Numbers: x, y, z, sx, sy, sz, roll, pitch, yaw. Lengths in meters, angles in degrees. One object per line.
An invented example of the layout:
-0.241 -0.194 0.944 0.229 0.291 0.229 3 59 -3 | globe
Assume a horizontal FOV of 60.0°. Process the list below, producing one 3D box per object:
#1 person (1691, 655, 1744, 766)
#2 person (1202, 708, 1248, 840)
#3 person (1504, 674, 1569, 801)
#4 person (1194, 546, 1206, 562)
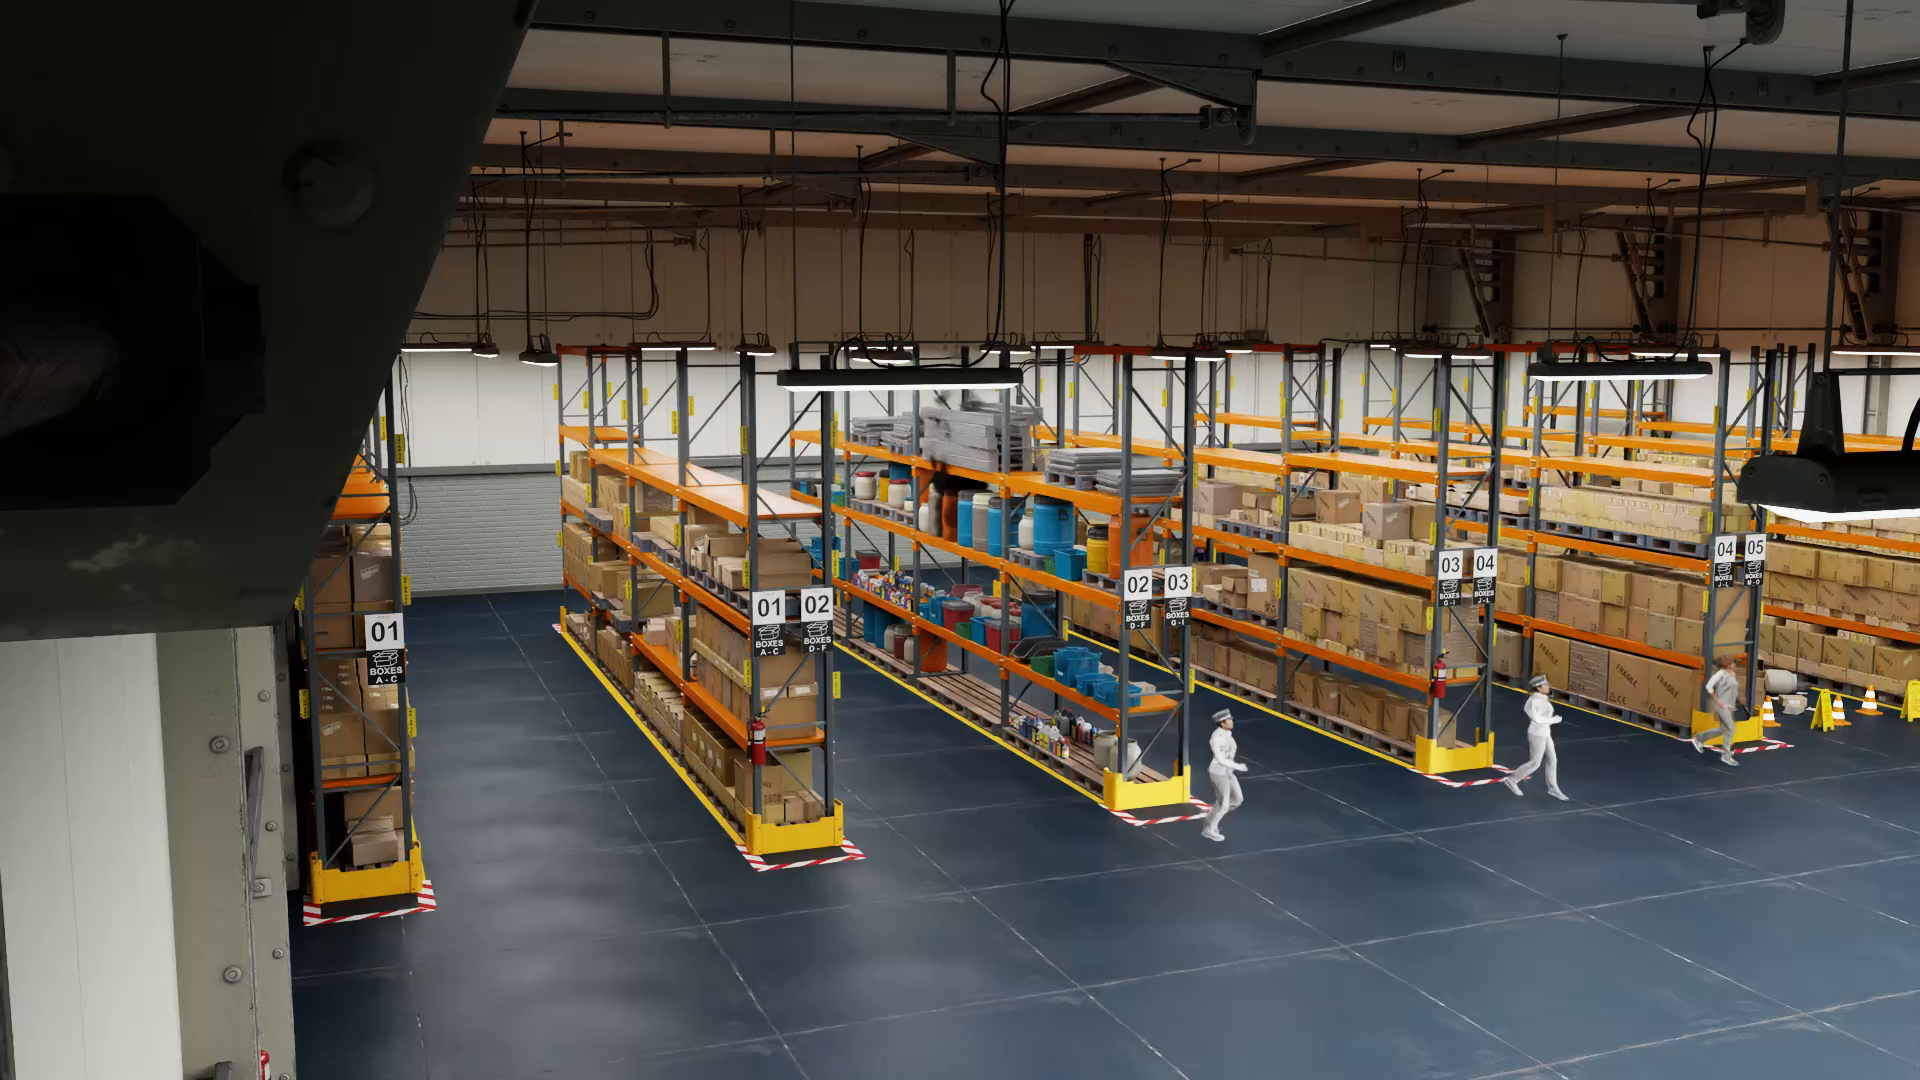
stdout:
11.182 2.467 24.453 0.711 1.585 0.570 7 10 44 | person
3.305 2.898 20.641 0.565 1.658 0.648 2 8 17 | person
7.786 2.654 22.351 0.797 1.725 0.619 4 8 26 | person
6.060 0.281 41.736 0.659 1.562 0.657 -1 7 -8 | person
